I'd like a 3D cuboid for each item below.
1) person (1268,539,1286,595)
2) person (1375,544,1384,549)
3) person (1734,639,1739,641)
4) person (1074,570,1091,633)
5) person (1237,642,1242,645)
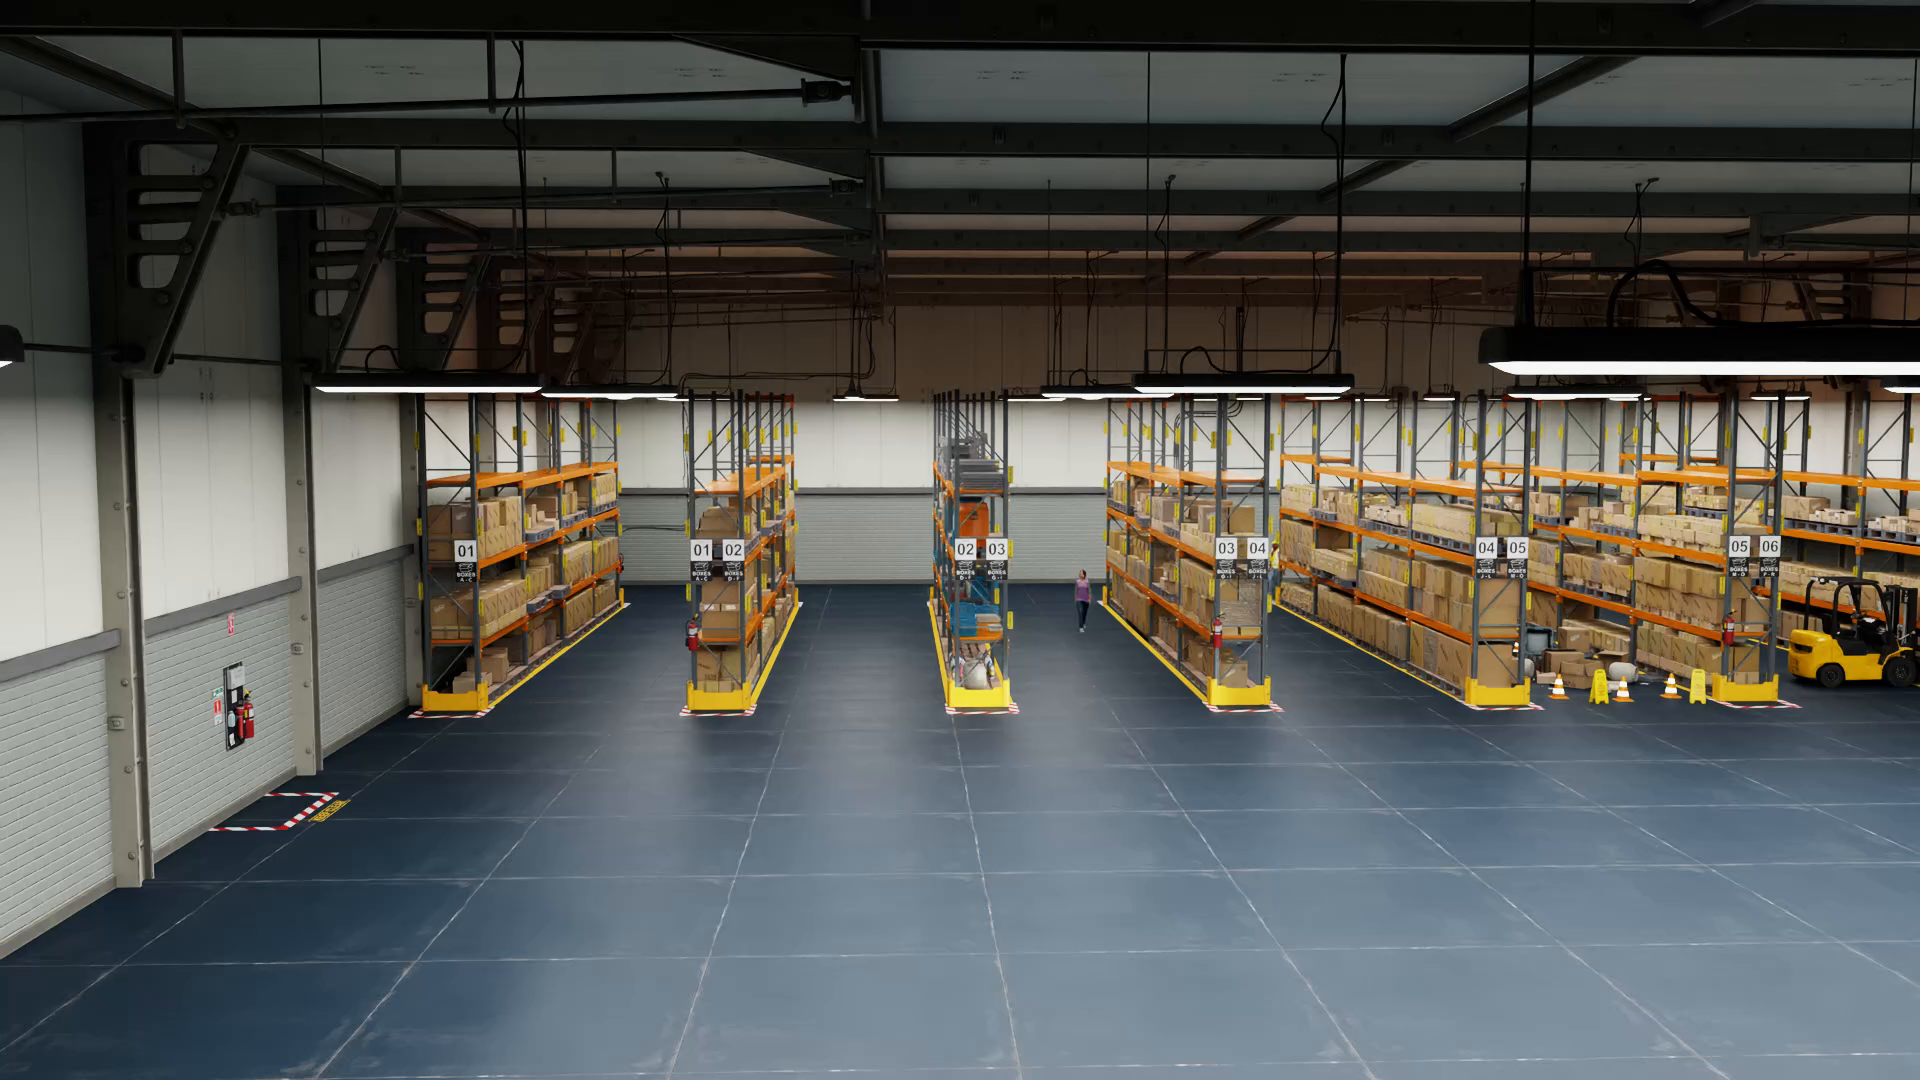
[{"bbox_3d":[9.431,0.829,49.389,0.989,1.734,0.546,-1,5,-7],"label":"person"},{"bbox_3d":[11.901,1.007,47.014,0.477,1.764,0.579,4,6,38],"label":"person"},{"bbox_3d":[16.823,1.947,36.183,0.436,1.683,0.538,-1,5,-12],"label":"person"},{"bbox_3d":[3.097,1.517,41.848,0.411,1.539,0.972,0,5,-5],"label":"person"},{"bbox_3d":[6.717,1.647,39.754,0.485,1.620,1.031,0,5,-1],"label":"person"}]
